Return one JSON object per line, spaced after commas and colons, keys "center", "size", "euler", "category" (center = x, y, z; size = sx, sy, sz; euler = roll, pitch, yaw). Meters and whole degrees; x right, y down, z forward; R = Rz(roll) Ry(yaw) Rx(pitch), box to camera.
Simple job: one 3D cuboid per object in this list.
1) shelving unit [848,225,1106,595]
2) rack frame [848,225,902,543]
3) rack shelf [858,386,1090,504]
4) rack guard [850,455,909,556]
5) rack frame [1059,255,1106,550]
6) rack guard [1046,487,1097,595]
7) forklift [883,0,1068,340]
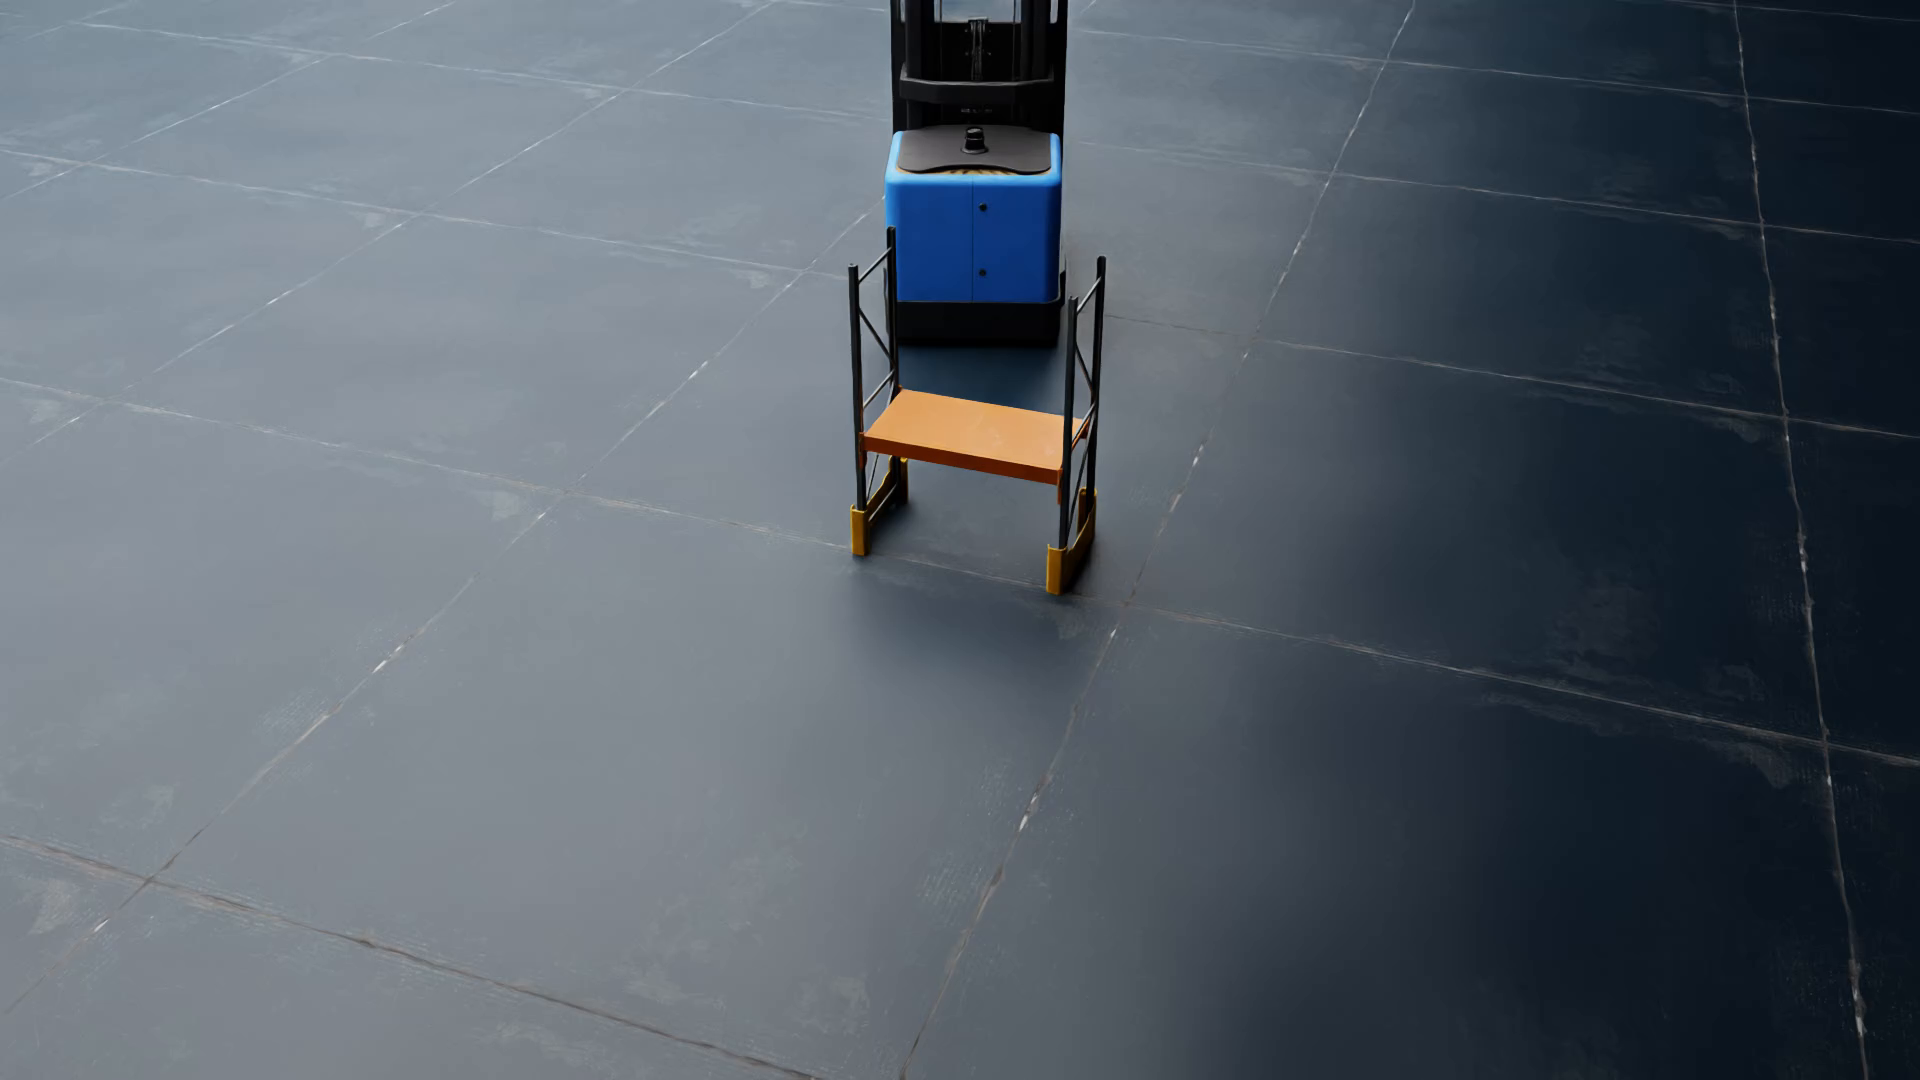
{"center": [0.072, -0.616, 7.822], "size": [1.083, 1.500, 0.587], "euler": [11, 34, 16], "category": "shelving unit"}
{"center": [-0.398, -0.707, 7.963], "size": [0.032, 1.500, 0.500], "euler": [11, 34, 16], "category": "rack frame"}
{"center": [0.080, -0.463, 7.917], "size": [1.000, 0.185, 0.538], "euler": [11, 34, 16], "category": "rack shelf"}
{"center": [-0.397, -0.182, 8.302], "size": [0.087, 0.250, 0.587], "euler": [11, 34, 16], "category": "rack guard"}
{"center": [0.559, -0.521, 7.675], "size": [0.032, 1.500, 0.500], "euler": [11, 34, 16], "category": "rack frame"}
{"center": [0.541, 0.000, 8.019], "size": [0.087, 0.250, 0.587], "euler": [11, 34, 16], "category": "rack guard"}
{"center": [0.125, -3.199, 10.503], "size": [1.130, 2.935, 3.031], "euler": [1, 33, 2], "category": "forklift"}
